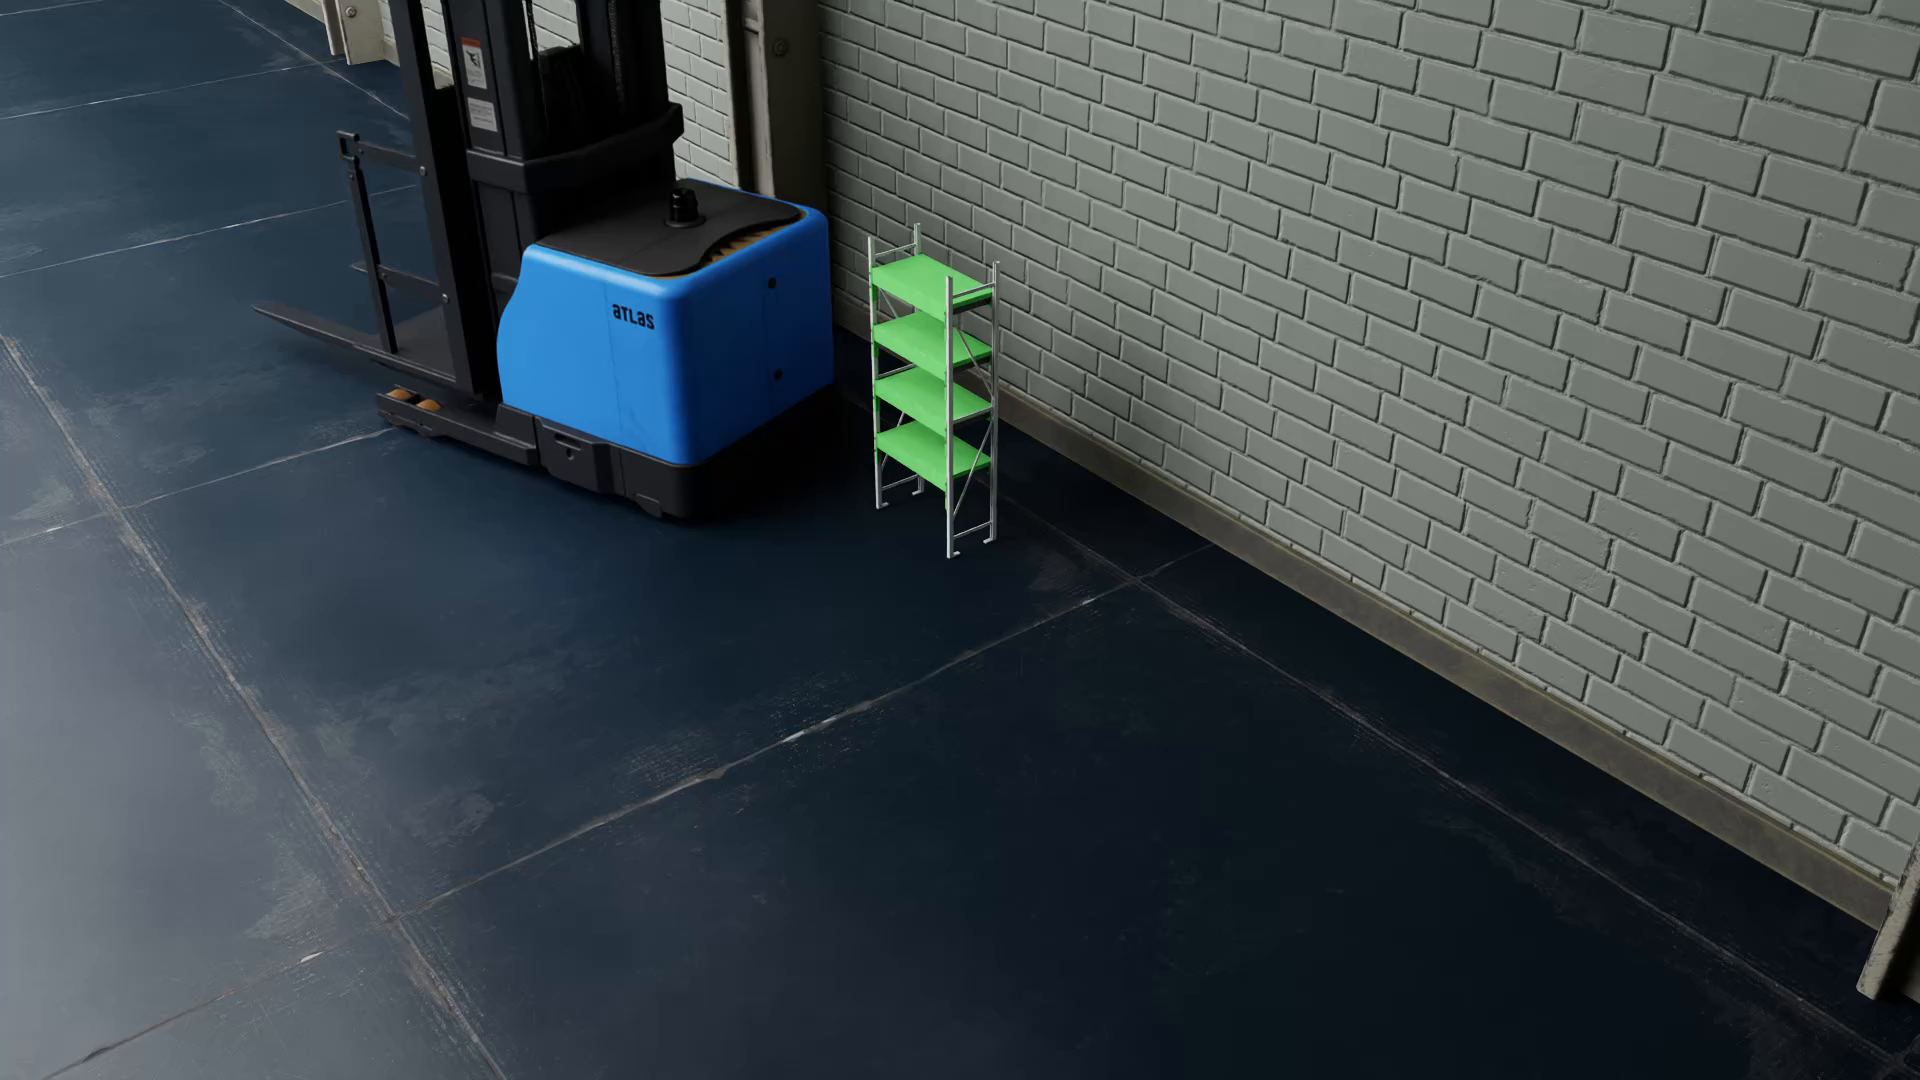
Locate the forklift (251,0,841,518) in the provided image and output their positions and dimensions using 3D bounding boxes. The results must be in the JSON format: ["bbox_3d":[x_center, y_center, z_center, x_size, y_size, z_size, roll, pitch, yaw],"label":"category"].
[{"bbox_3d":[-2.047,-1.920,7.064,3.031,2.935,1.130,19,37,28],"label":"forklift"}]

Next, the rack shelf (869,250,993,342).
[{"bbox_3d":[-0.102,-0.932,6.325,0.258,0.148,0.480,-22,38,-31],"label":"rack shelf"}]

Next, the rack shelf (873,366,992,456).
[{"bbox_3d":[-0.102,-0.524,6.578,0.258,0.148,0.480,-22,38,-31],"label":"rack shelf"}]

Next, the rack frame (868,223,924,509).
[{"bbox_3d":[-0.251,-0.680,6.708,0.240,1.200,0.015,-22,38,-31],"label":"rack frame"}]

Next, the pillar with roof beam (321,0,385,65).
[{"bbox_3d":[-7.983,-6.129,8.088,9.100,9.000,0.400,-22,38,-31],"label":"pillar with roof beam"}]

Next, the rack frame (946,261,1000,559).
[{"bbox_3d":[0.048,-0.477,6.381,0.240,1.200,0.015,-22,38,-31],"label":"rack frame"}]

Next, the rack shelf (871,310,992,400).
[{"bbox_3d":[-0.102,-0.728,6.452,0.258,0.148,0.480,-22,38,-31],"label":"rack shelf"}]

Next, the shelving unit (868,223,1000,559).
[{"bbox_3d":[-0.102,-0.579,6.545,0.258,1.200,0.503,-22,38,-31],"label":"shelving unit"}]

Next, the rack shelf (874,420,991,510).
[{"bbox_3d":[-0.102,-0.321,6.705,0.258,0.148,0.480,-22,38,-31],"label":"rack shelf"}]

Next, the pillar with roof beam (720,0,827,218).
[{"bbox_3d":[-4.304,-3.628,4.062,9.100,9.000,0.400,-22,38,-31],"label":"pillar with roof beam"}]
